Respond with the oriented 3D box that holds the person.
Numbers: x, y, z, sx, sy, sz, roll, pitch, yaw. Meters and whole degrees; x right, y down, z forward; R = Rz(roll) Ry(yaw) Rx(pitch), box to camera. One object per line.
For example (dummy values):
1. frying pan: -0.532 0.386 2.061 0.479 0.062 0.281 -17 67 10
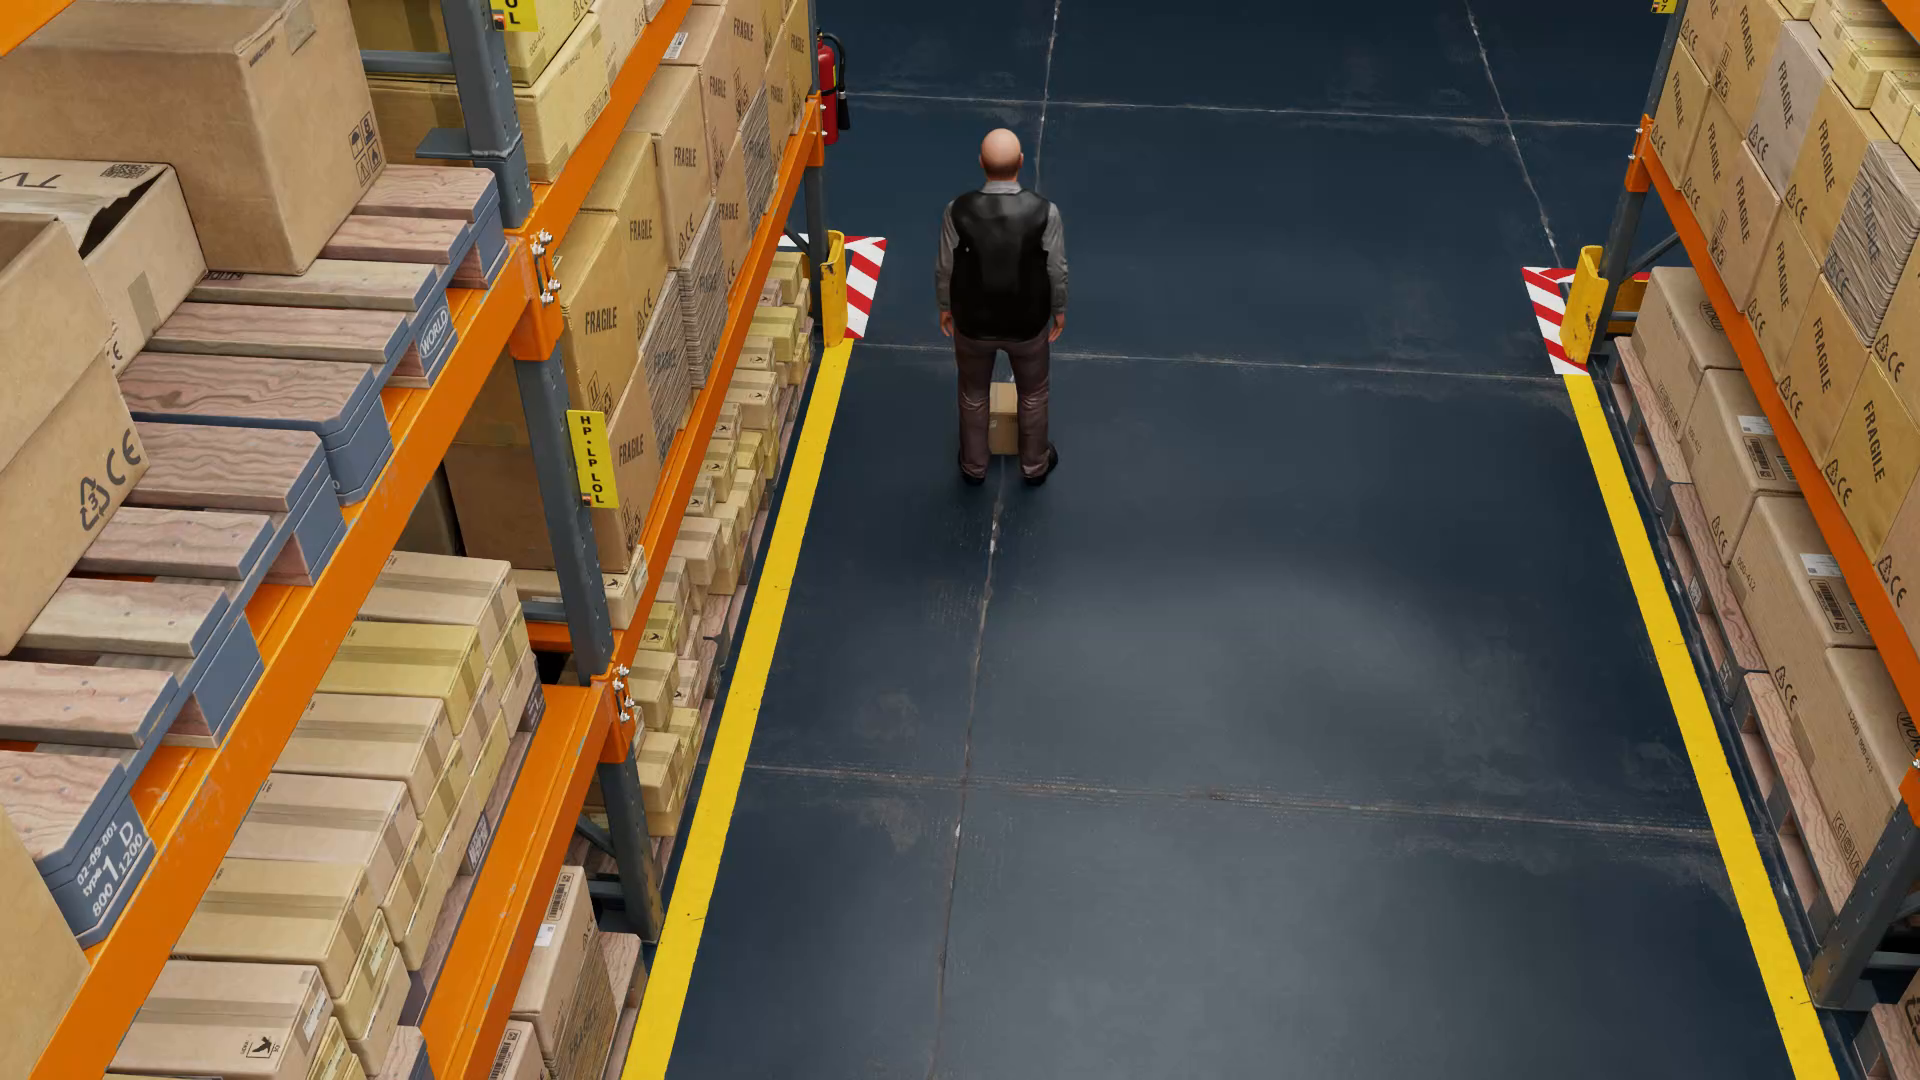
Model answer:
1. person: 0.182 -0.973 7.342 0.580 1.721 0.419 3 40 3
